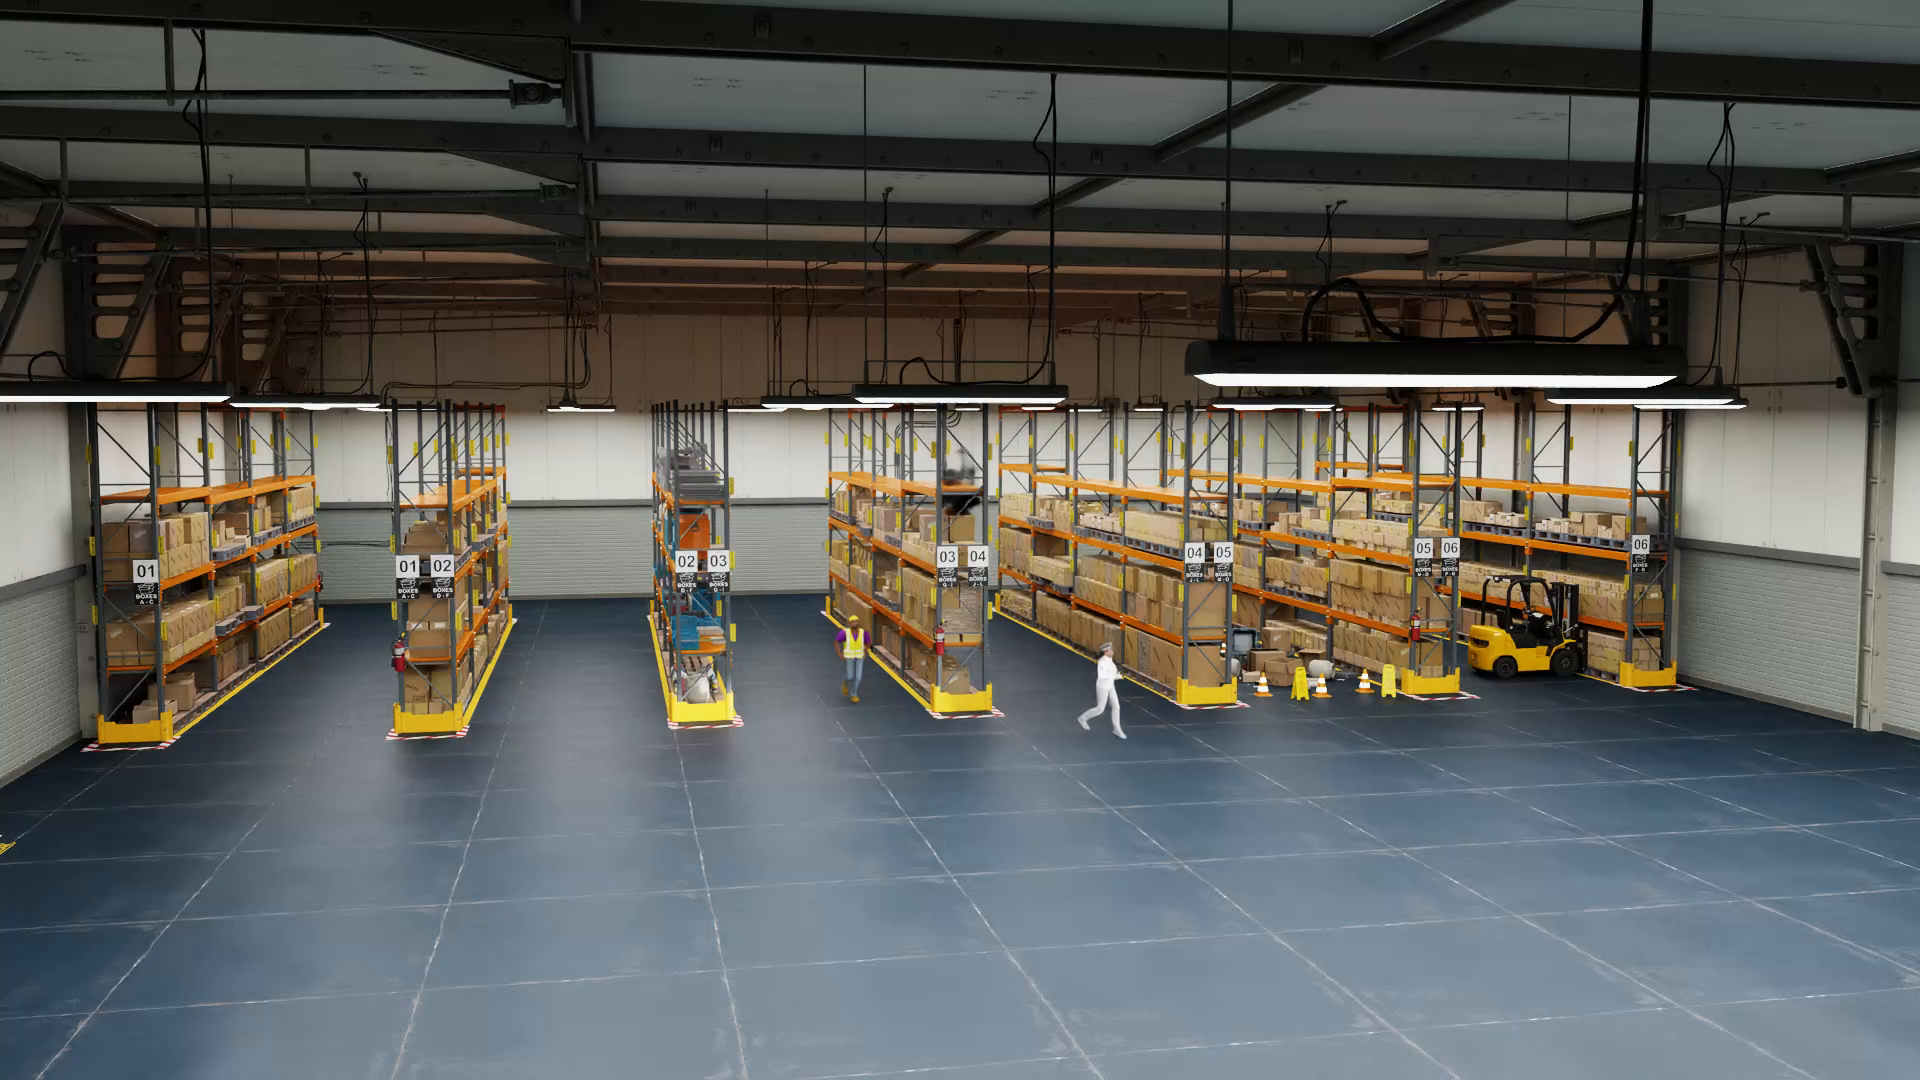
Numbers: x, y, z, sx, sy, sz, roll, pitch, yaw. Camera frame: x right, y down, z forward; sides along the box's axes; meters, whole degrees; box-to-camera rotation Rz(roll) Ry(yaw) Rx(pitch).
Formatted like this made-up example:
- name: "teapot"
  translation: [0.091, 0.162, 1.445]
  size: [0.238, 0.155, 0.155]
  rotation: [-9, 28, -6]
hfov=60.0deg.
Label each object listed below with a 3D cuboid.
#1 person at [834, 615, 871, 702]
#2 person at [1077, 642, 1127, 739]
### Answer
- name: "person"
  translation: [-2.117, 2.362, 33.212]
  size: [0.730, 1.726, 0.594]
  rotation: [-1, 4, -14]
- name: "person"
  translation: [2.541, 2.663, 29.590]
  size: [0.923, 1.727, 0.623]
  rotation: [2, 5, 25]
